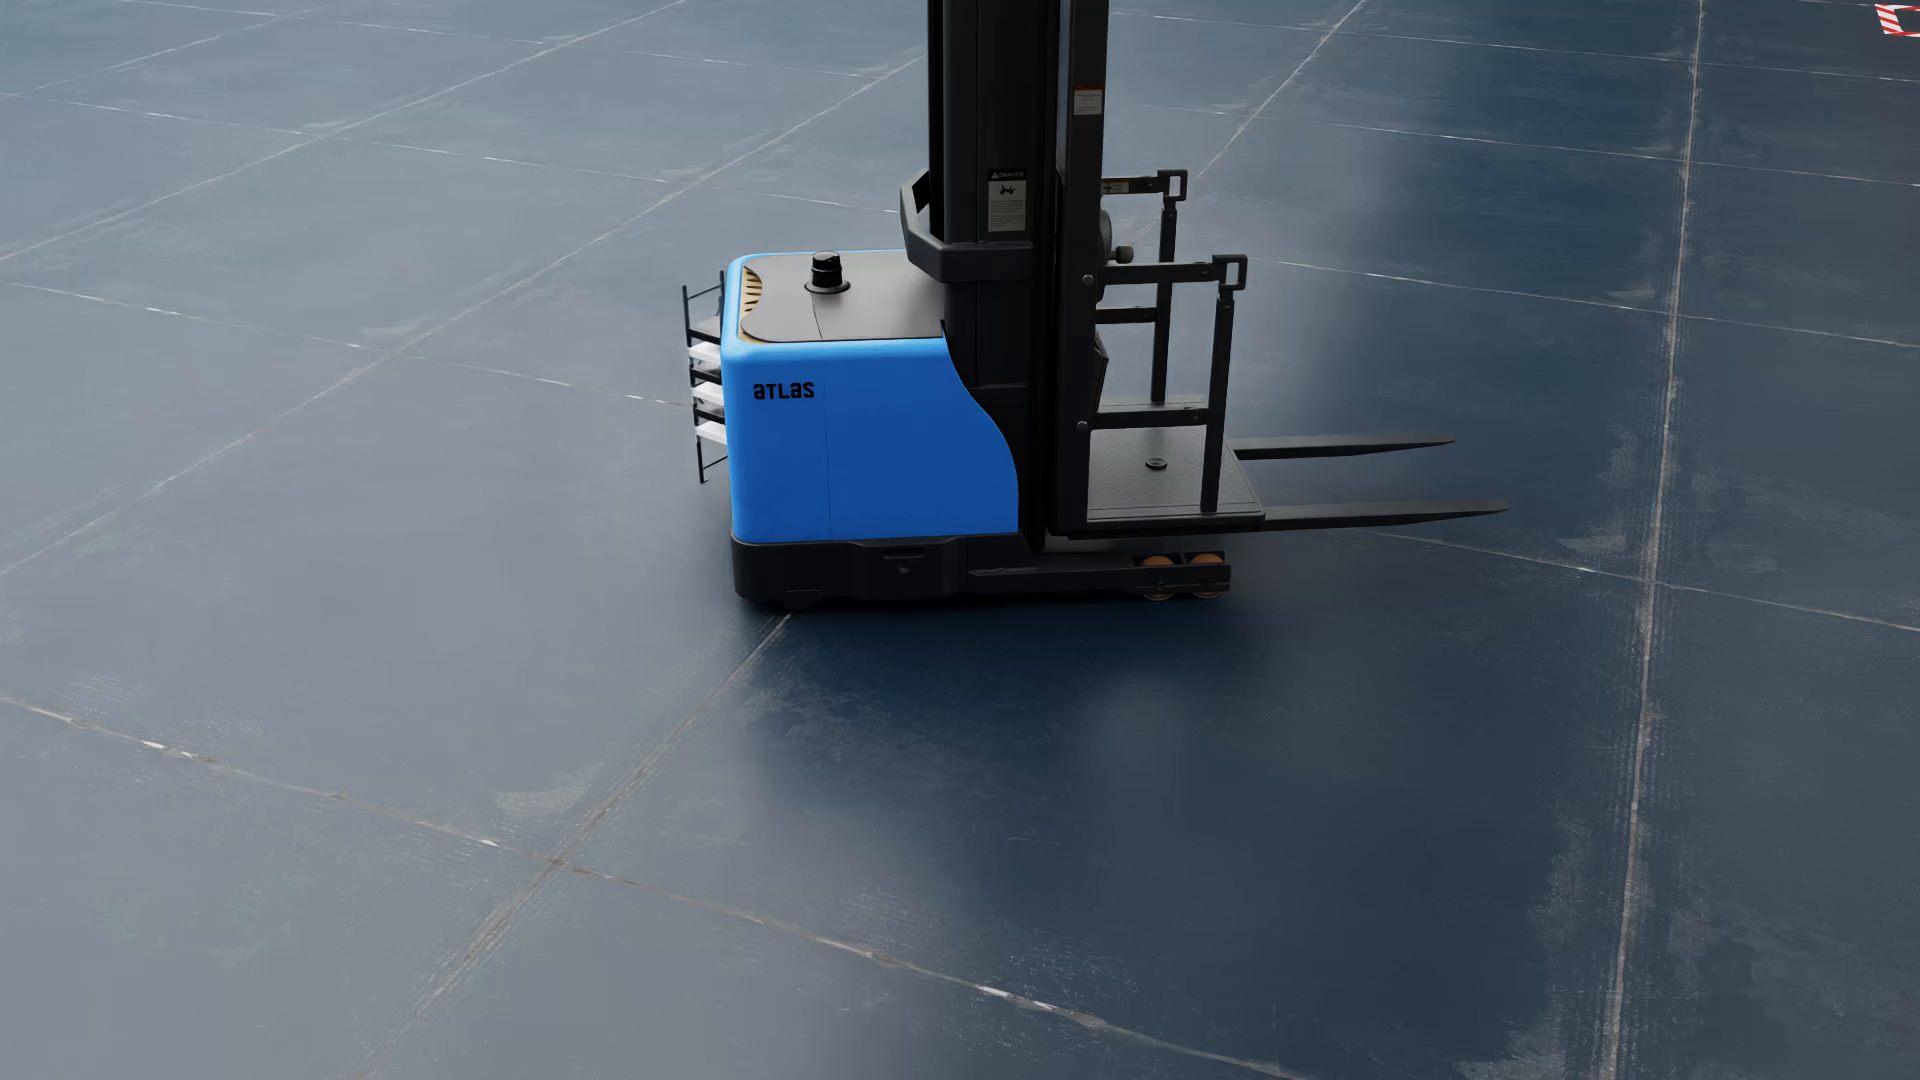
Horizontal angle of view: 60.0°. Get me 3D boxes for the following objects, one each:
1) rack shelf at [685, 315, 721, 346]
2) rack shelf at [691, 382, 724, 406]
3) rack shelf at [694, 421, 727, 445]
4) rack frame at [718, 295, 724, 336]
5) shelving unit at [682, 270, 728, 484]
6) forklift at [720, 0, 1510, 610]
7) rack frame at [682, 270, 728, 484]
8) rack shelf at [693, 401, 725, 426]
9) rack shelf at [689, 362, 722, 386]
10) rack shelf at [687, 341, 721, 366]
[{"bbox_3d":[-0.972,-0.860,6.874,0.200,0.077,0.258,20,35,32],"label":"rack shelf"},{"bbox_3d":[-0.970,-0.624,7.006,0.200,0.077,0.258,20,35,32],"label":"rack shelf"},{"bbox_3d":[-0.969,-0.467,7.094,0.200,0.077,0.258,20,35,32],"label":"rack shelf"},{"bbox_3d":[-0.889,-0.624,6.937,0.006,0.900,0.240,20,35,32],"label":"rack frame"},{"bbox_3d":[-0.970,-0.653,6.990,0.210,0.900,0.258,20,35,32],"label":"shelving unit"},{"bbox_3d":[0.620,-1.303,6.077,3.031,2.935,1.130,-3,30,-4],"label":"forklift"},{"bbox_3d":[-1.052,-0.683,7.043,0.006,0.900,0.240,20,35,32],"label":"rack frame"},{"bbox_3d":[-0.970,-0.546,7.050,0.200,0.077,0.258,20,35,32],"label":"rack shelf"},{"bbox_3d":[-0.971,-0.703,6.962,0.200,0.077,0.258,20,35,32],"label":"rack shelf"},{"bbox_3d":[-0.971,-0.782,6.918,0.200,0.077,0.258,20,35,32],"label":"rack shelf"}]
